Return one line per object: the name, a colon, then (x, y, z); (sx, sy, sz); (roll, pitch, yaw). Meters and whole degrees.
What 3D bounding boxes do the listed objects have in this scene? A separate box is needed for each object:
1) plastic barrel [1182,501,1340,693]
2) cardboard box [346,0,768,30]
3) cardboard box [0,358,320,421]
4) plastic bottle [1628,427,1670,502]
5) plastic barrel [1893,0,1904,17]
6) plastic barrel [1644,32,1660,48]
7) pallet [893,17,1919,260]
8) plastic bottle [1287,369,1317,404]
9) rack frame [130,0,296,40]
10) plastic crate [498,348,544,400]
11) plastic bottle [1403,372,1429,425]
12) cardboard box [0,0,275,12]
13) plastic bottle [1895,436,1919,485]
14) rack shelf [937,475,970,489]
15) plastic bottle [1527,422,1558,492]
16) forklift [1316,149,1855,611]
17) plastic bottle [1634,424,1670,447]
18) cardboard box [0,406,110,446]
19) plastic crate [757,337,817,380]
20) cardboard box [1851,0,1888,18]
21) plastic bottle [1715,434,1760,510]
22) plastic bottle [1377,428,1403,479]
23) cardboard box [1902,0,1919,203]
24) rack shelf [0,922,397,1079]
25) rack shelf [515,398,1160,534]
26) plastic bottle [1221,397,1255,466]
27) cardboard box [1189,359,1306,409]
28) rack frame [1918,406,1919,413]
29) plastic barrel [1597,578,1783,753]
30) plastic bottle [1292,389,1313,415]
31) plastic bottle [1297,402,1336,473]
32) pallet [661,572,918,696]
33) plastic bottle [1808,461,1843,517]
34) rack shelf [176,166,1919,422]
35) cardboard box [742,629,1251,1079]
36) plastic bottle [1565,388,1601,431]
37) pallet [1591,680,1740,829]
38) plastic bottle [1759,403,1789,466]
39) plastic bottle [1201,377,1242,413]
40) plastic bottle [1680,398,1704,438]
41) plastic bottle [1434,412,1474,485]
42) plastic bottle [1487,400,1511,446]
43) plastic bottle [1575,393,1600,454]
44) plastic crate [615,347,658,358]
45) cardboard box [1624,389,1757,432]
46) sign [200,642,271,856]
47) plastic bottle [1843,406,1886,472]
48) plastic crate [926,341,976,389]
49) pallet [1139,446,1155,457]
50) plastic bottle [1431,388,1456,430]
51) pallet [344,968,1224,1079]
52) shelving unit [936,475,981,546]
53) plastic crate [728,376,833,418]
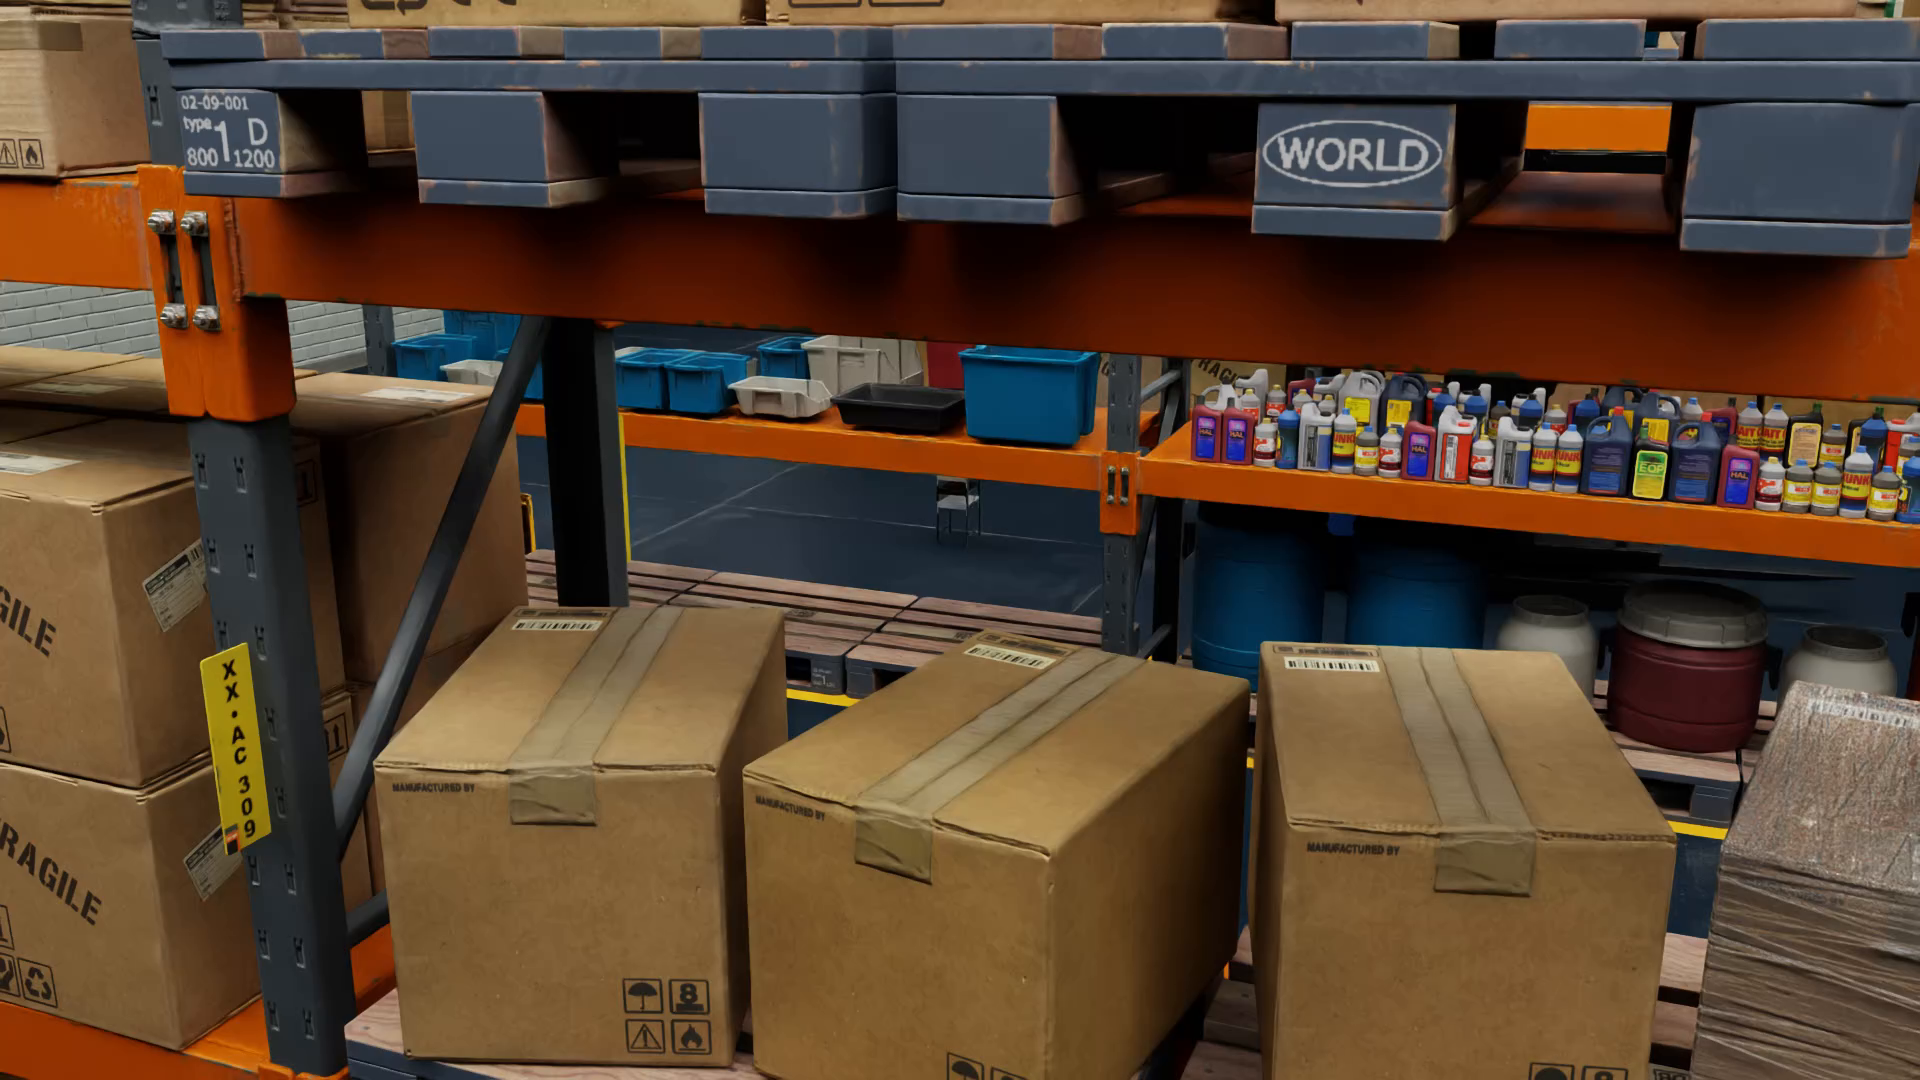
plastic barrel: (1.379, 0.184, 7.671); (0.708, 0.901, 0.600); (6, 17, 21)
cardboard box: (-0.500, -1.066, 2.472); (0.600, 0.600, 0.600); (5, 17, 15)
cardboard box: (-1.757, -0.100, 3.665); (0.500, 0.500, 0.500); (6, 17, 19)
plastic bottle: (2.708, -0.297, 6.527); (0.133, 0.283, 0.061); (6, 17, 21)
plastic barrel: (3.549, -1.921, 6.024); (0.301, 0.262, 0.301); (0, 16, 0)
plastic barrel: (2.523, -2.430, 6.632); (0.708, 0.901, 0.600); (6, 17, 21)
pallet: (0.605, -0.558, 2.173); (1.003, 0.211, 1.213); (6, 17, 21)
plastic bottle: (1.597, -0.658, 7.769); (0.133, 0.283, 0.061); (6, 17, 21)
rack frame: (-0.941, -2.279, 2.383); (0.127, 3.000, 1.000); (6, 17, 21)
plastic crate: (-2.120, -0.862, 8.455); (0.300, 0.233, 0.416); (6, 17, 21)
plastic bottle: (2.027, -0.631, 7.554); (0.185, 0.351, 0.144); (6, 17, 21)
cardboard box: (-1.493, -0.986, 2.682); (0.500, 0.250, 0.500); (6, 17, 21)
plastic bottle: (3.858, -0.319, 6.748); (0.097, 0.201, 0.097); (0, 16, 0)
rack shelf: (-0.008, -0.401, 10.560); (0.200, 0.077, 0.258); (6, 17, 21)
plastic bottle: (2.345, -0.337, 6.685); (0.097, 0.271, 0.097); (0, 16, 0)
forklift: (3.531, -1.172, 9.454); (3.031, 2.935, 1.130); (4, 17, 13)
plastic bottle: (2.731, -0.313, 6.581); (0.133, 0.283, 0.061); (6, 17, 21)
cardboard box: (-1.984, 0.038, 3.191); (0.500, 0.500, 0.500); (6, 17, 20)
plastic crate: (-0.837, -0.896, 8.574); (0.300, 0.233, 0.416); (6, 17, 21)
cardboard box: (5.824, -3.293, 10.318); (0.637, 0.503, 0.797); (7, 18, 24)
plastic bottle: (3.004, -0.265, 6.415); (0.133, 0.283, 0.061); (6, 17, 21)
plastic bottle: (1.790, -0.364, 6.905); (0.097, 0.201, 0.097); (0, 16, 0)
cardboard box: (1.403, -0.619, 1.865); (0.500, 0.500, 0.910); (6, 17, 21)
rack shelf: (-2.802, 0.743, 4.025); (4.000, 0.370, 1.077); (6, 17, 21)
rack shelf: (-0.981, -0.541, 8.449); (4.000, 0.370, 1.077); (6, 17, 21)
plastic bottle: (1.188, -0.464, 7.103); (0.133, 0.283, 0.061); (6, 17, 21)
cardboard box: (2.112, -1.236, 12.610); (0.875, 0.875, 0.875); (6, 17, 21)
rack frame: (6.418, -1.558, 10.659); (0.127, 3.000, 1.000); (6, 17, 21)
plastic barrel: (3.089, 0.522, 7.067); (0.708, 0.588, 0.600); (6, 17, 21)
plastic bottle: (1.584, -0.596, 7.704); (0.097, 0.201, 0.097); (0, 16, 0)
plastic bottle: (1.511, -0.439, 7.029); (0.135, 0.276, 0.152); (6, 17, 21)
pallet: (-0.958, 0.467, 8.685); (1.213, 0.211, 1.003); (6, 17, 21)
plastic bottle: (3.300, -0.198, 6.333); (0.097, 0.201, 0.097); (0, 16, 0)
rack shelf: (0.919, -0.288, 2.197); (4.000, 0.370, 1.077); (6, 17, 21)
cardboard box: (0.080, 0.513, 2.595); (0.500, 0.500, 0.700); (9, 19, 29)
plastic bottle: (2.747, -0.532, 7.334); (0.133, 0.283, 0.061); (6, 17, 21)
pallet: (2.721, 0.871, 7.295); (1.213, 0.211, 1.003); (6, 17, 21)
plastic bottle: (3.450, -0.443, 7.050); (0.097, 0.271, 0.097); (0, 16, 0)
plastic bottle: (1.126, -0.534, 7.223); (0.185, 0.351, 0.144); (6, 17, 21)
plastic bottle: (3.144, -0.477, 7.166); (0.097, 0.271, 0.097); (0, 16, 0)
plastic bottle: (2.032, -0.382, 6.831); (0.135, 0.276, 0.152); (6, 17, 21)
plastic bottle: (2.417, -0.523, 7.451); (0.097, 0.201, 0.097); (0, 16, 0)
plastic bottle: (2.734, -0.503, 7.258); (0.097, 0.271, 0.097); (0, 16, 0)
plastic crate: (-1.752, -0.924, 8.841); (0.243, 0.136, 0.396); (6, 17, 21)
cardboard box: (4.957, -0.908, 11.479); (0.875, 0.875, 1.225); (6, 17, 21)
sign: (-1.133, 0.328, 2.612); (0.005, 0.325, 0.100); (6, 17, 21)
plastic bottle: (3.778, -0.418, 6.943); (0.133, 0.283, 0.061); (6, 17, 21)
plastic crate: (0.141, -0.898, 8.165); (0.583, 0.464, 0.402); (6, 17, 21)
pallet: (2.018, -0.726, 12.795); (1.213, 0.211, 1.003); (6, 17, 21)
plastic bottle: (2.145, -0.541, 7.387); (0.097, 0.271, 0.097); (0, 16, 0)
pallet: (-0.238, 0.804, 2.867); (1.213, 0.211, 1.003); (6, 17, 21)
shelving unit: (-0.008, -0.433, 10.551); (0.210, 0.900, 0.258); (6, 17, 21)
plastic crate: (-0.851, -0.685, 8.017); (0.466, 0.136, 0.293); (6, 17, 21)
